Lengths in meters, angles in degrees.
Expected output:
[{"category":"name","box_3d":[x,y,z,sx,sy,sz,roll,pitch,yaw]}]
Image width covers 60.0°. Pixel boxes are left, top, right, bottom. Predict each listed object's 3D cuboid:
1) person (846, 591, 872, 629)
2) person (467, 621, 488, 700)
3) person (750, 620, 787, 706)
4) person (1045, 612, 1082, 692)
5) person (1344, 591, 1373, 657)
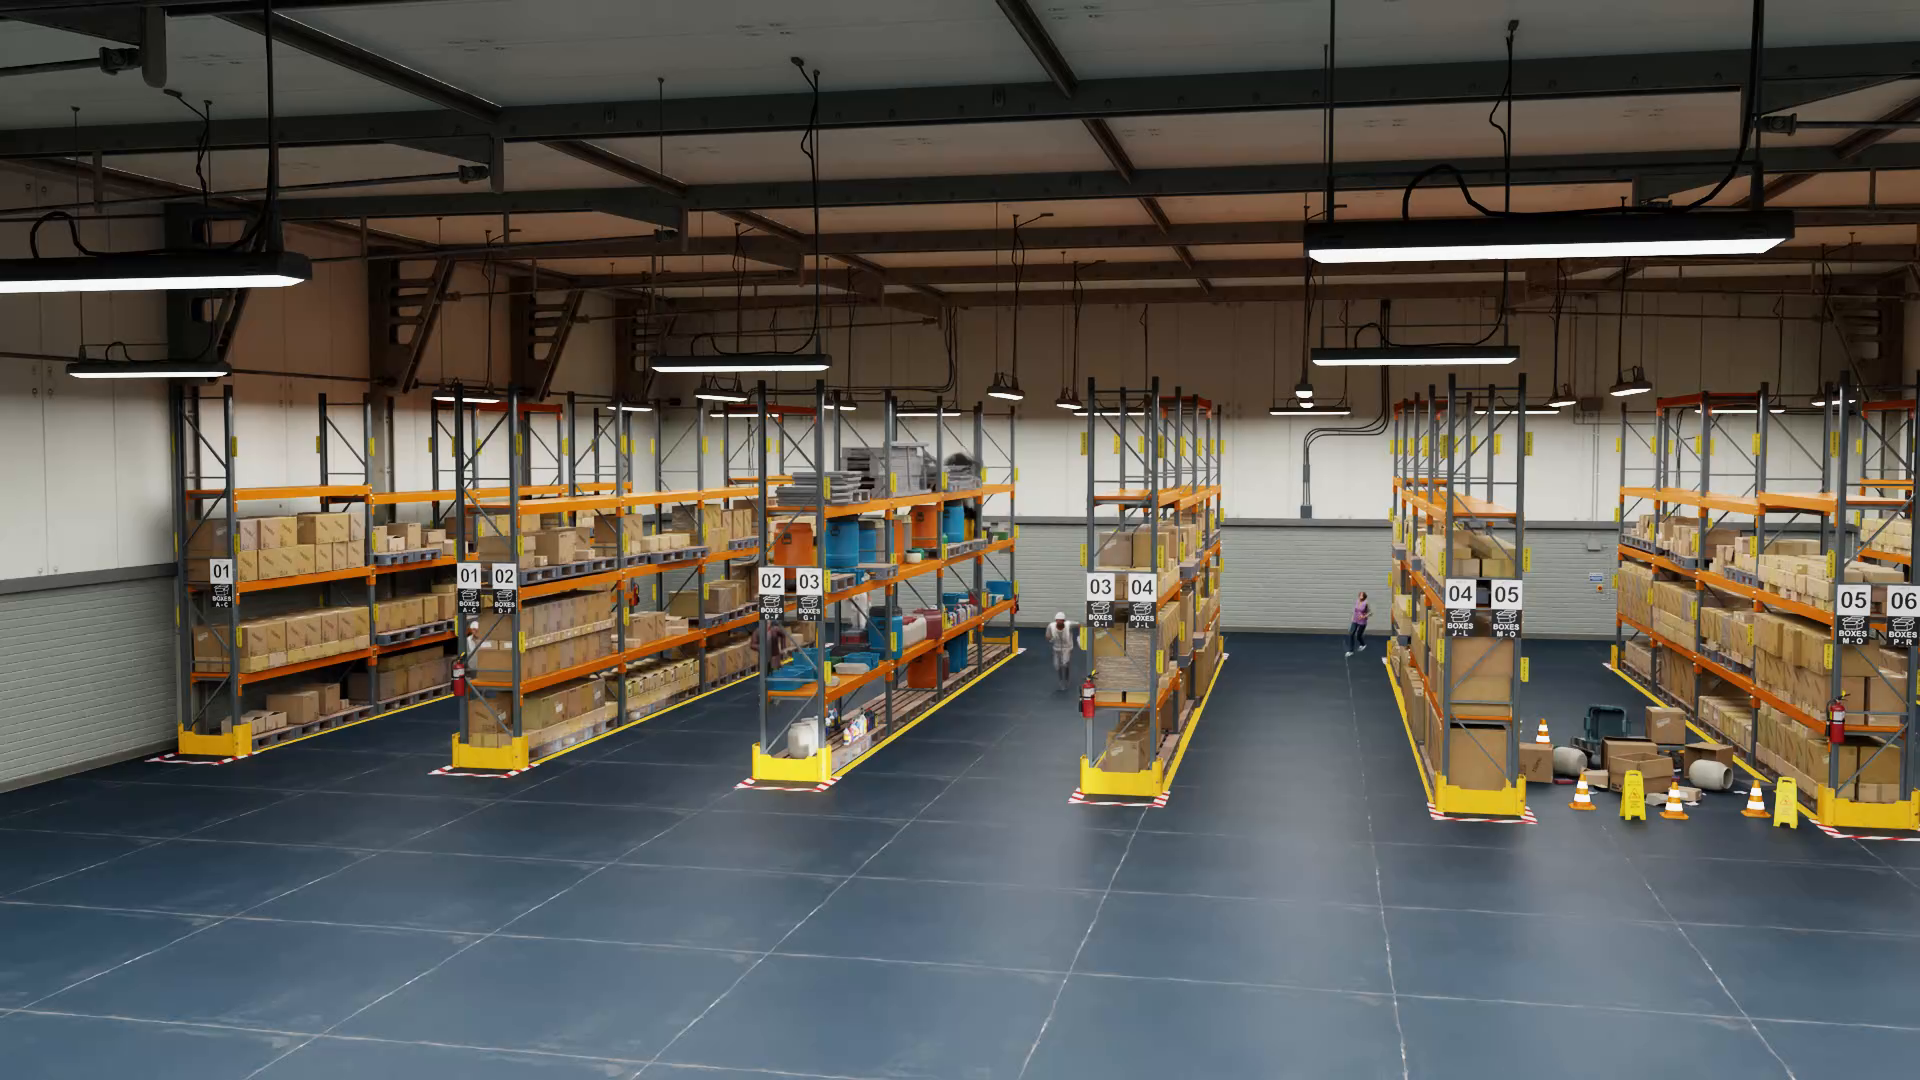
[{"category":"person","box_3d":[-2.515,1.762,41.412,0.661,1.769,0.987,-1,3,-12]},{"category":"person","box_3d":[-9.079,2.383,31.402,0.650,1.748,0.976,-1,3,-10]},{"category":"person","box_3d":[-3.718,2.337,32.332,0.700,1.744,1.050,0,3,-2]},{"category":"person","box_3d":[2.120,2.280,34.005,0.733,1.669,0.965,1,3,10]},{"category":"person","box_3d":[9.632,2.001,39.833,0.581,1.578,0.801,3,4,43]}]
